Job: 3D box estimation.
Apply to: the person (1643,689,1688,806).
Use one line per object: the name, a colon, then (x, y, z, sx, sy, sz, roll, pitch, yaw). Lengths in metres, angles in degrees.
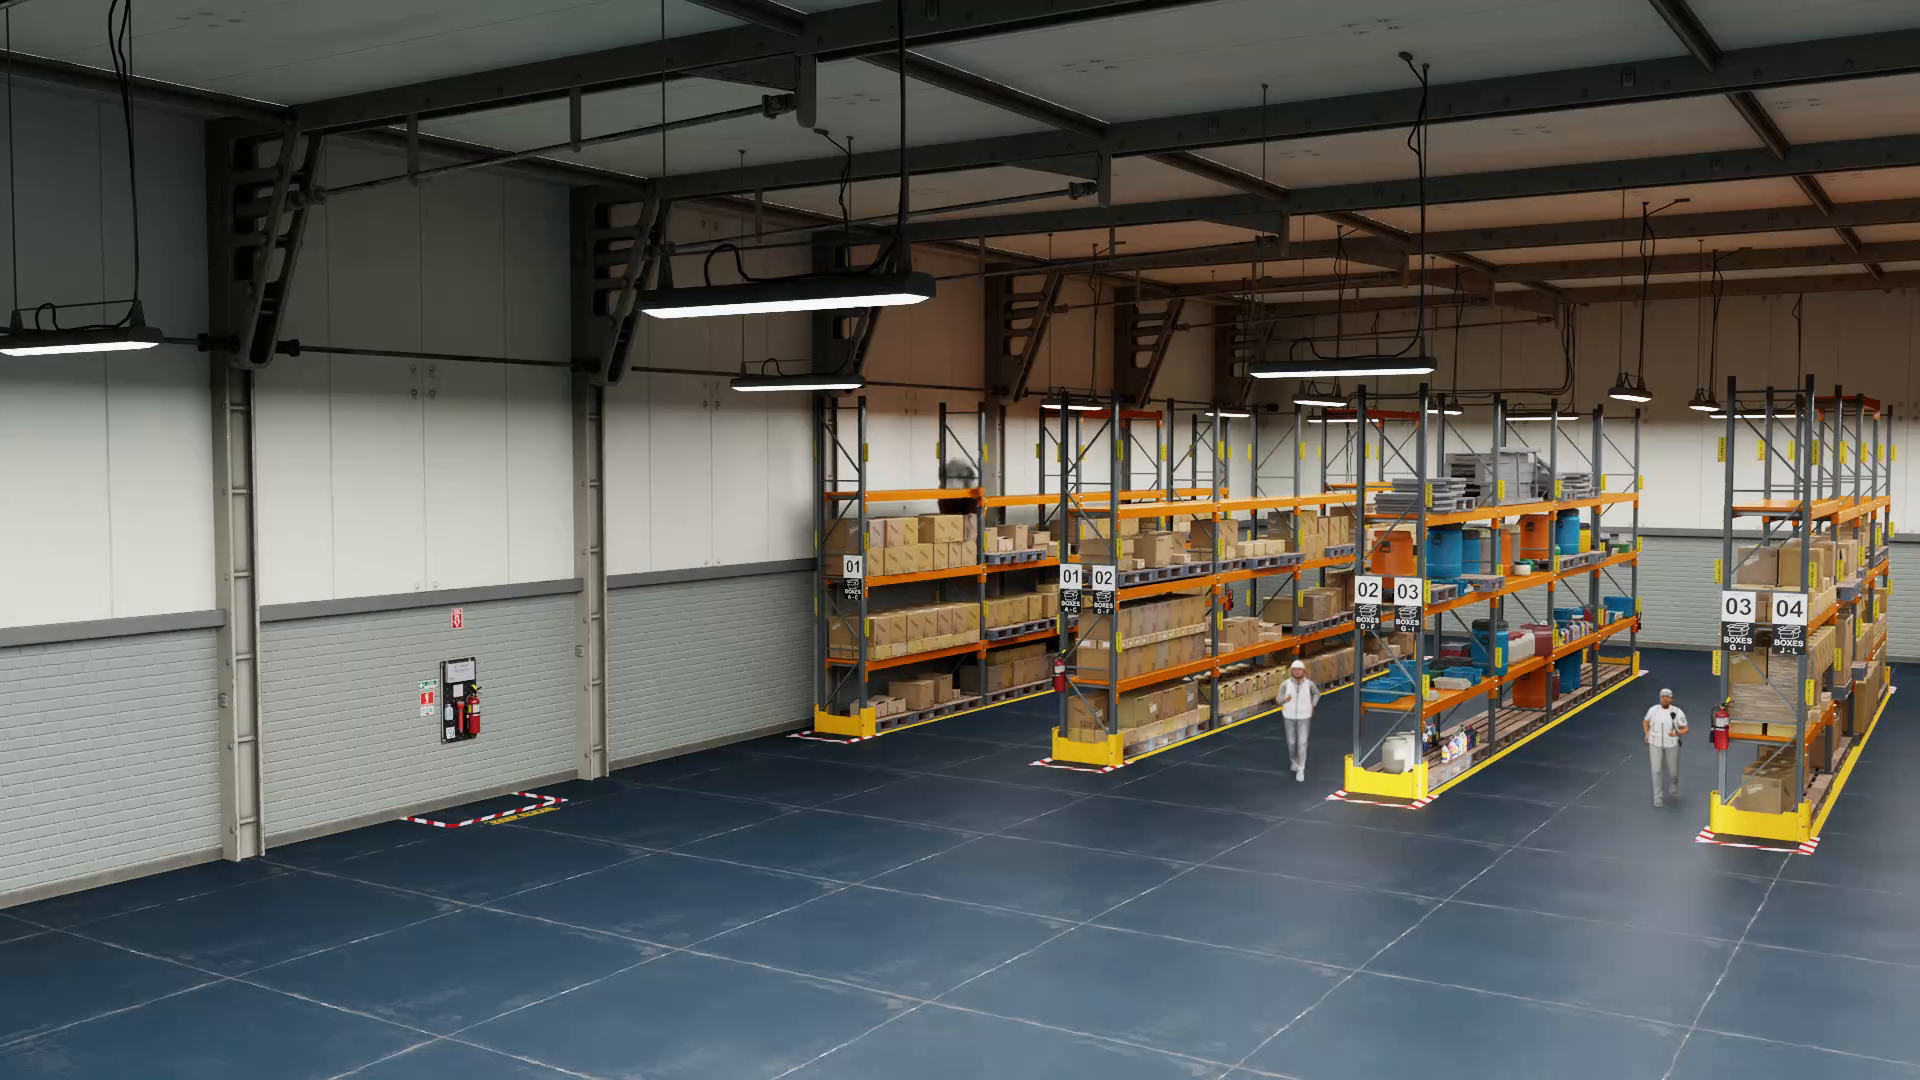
person: (10.056, 2.936, 23.735, 0.620, 1.634, 0.823, 2, 3, 29)

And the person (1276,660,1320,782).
person: (5.195, 2.753, 25.614, 0.650, 1.805, 0.826, 1, 3, 17)
